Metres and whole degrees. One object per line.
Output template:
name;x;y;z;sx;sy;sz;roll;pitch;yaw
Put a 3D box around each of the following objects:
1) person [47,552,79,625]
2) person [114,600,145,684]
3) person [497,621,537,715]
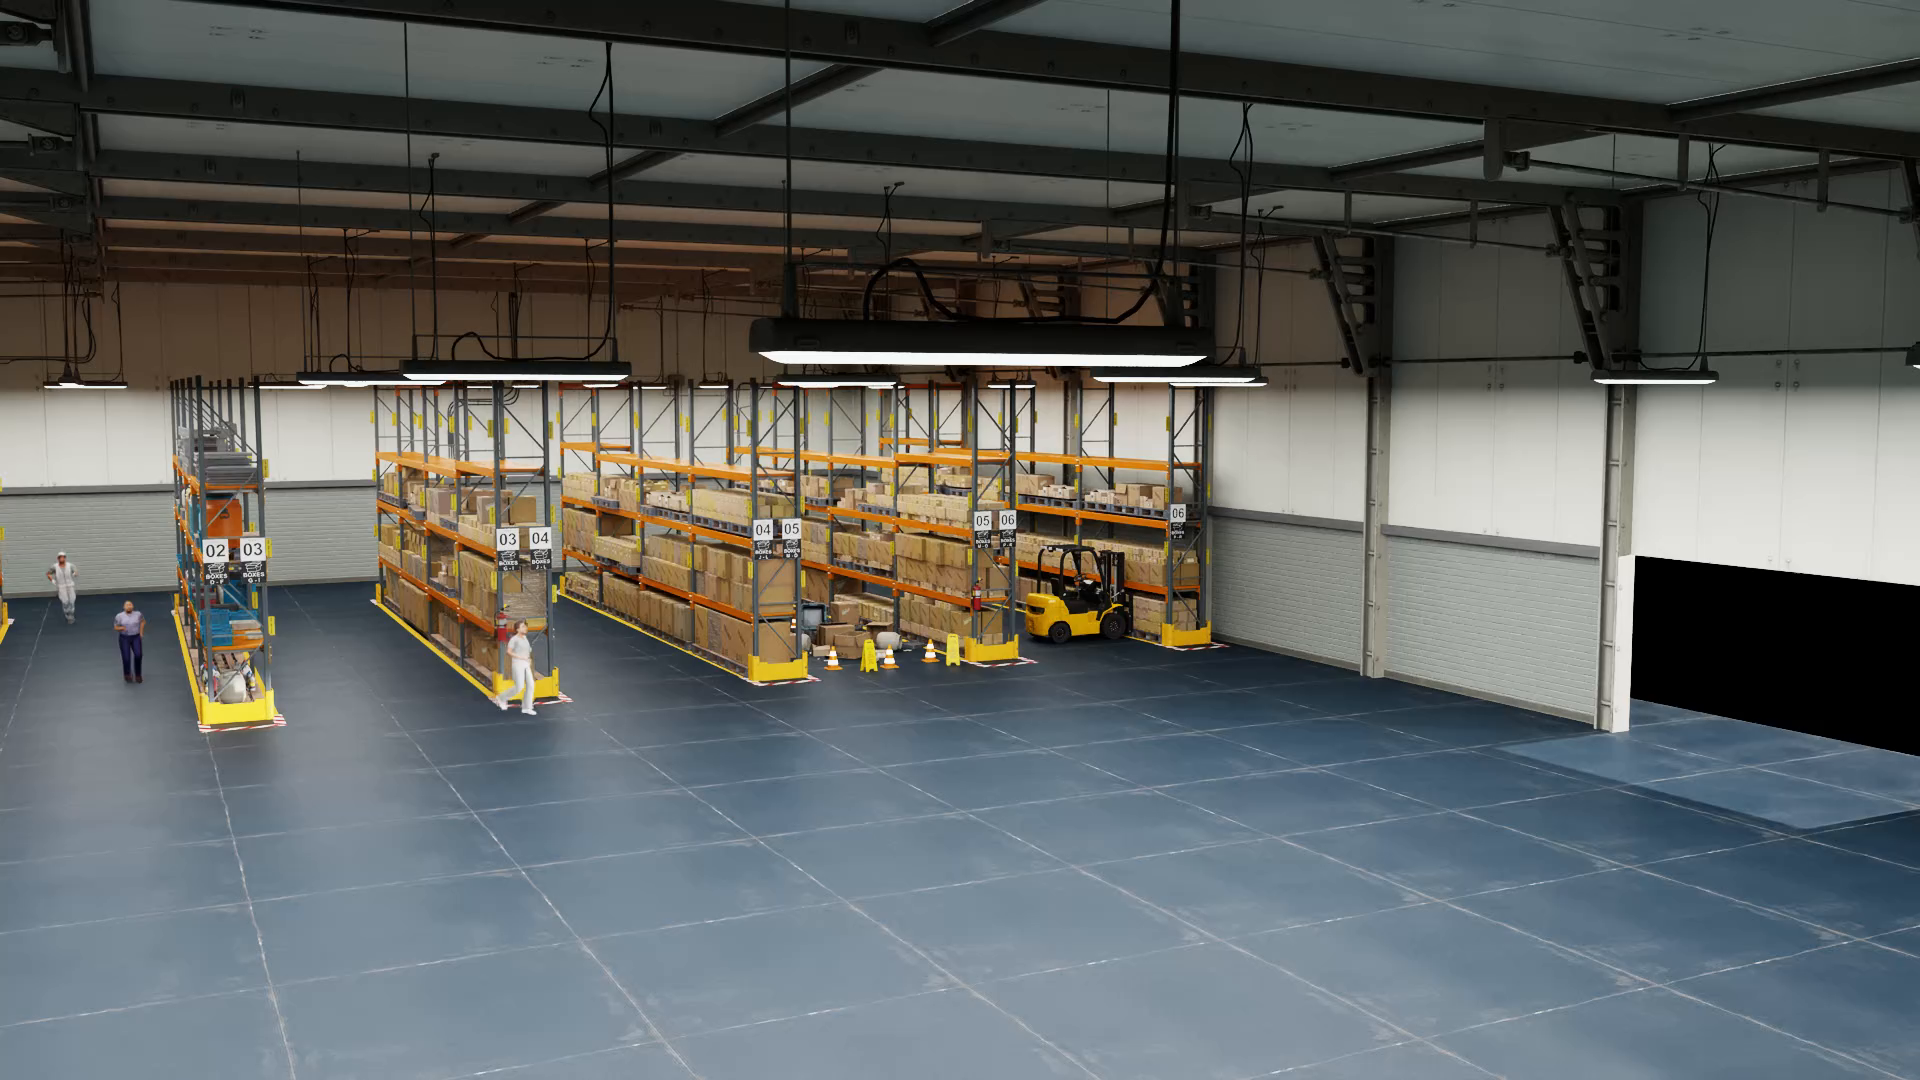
person;-22.039;1.209;40.931;0.651;1.831;0.739;-4;7;-41
person;-16.316;2.019;32.712;0.554;1.668;0.759;-3;6;-29
person;-7.851;2.272;29.646;0.793;1.667;0.590;2;5;20
